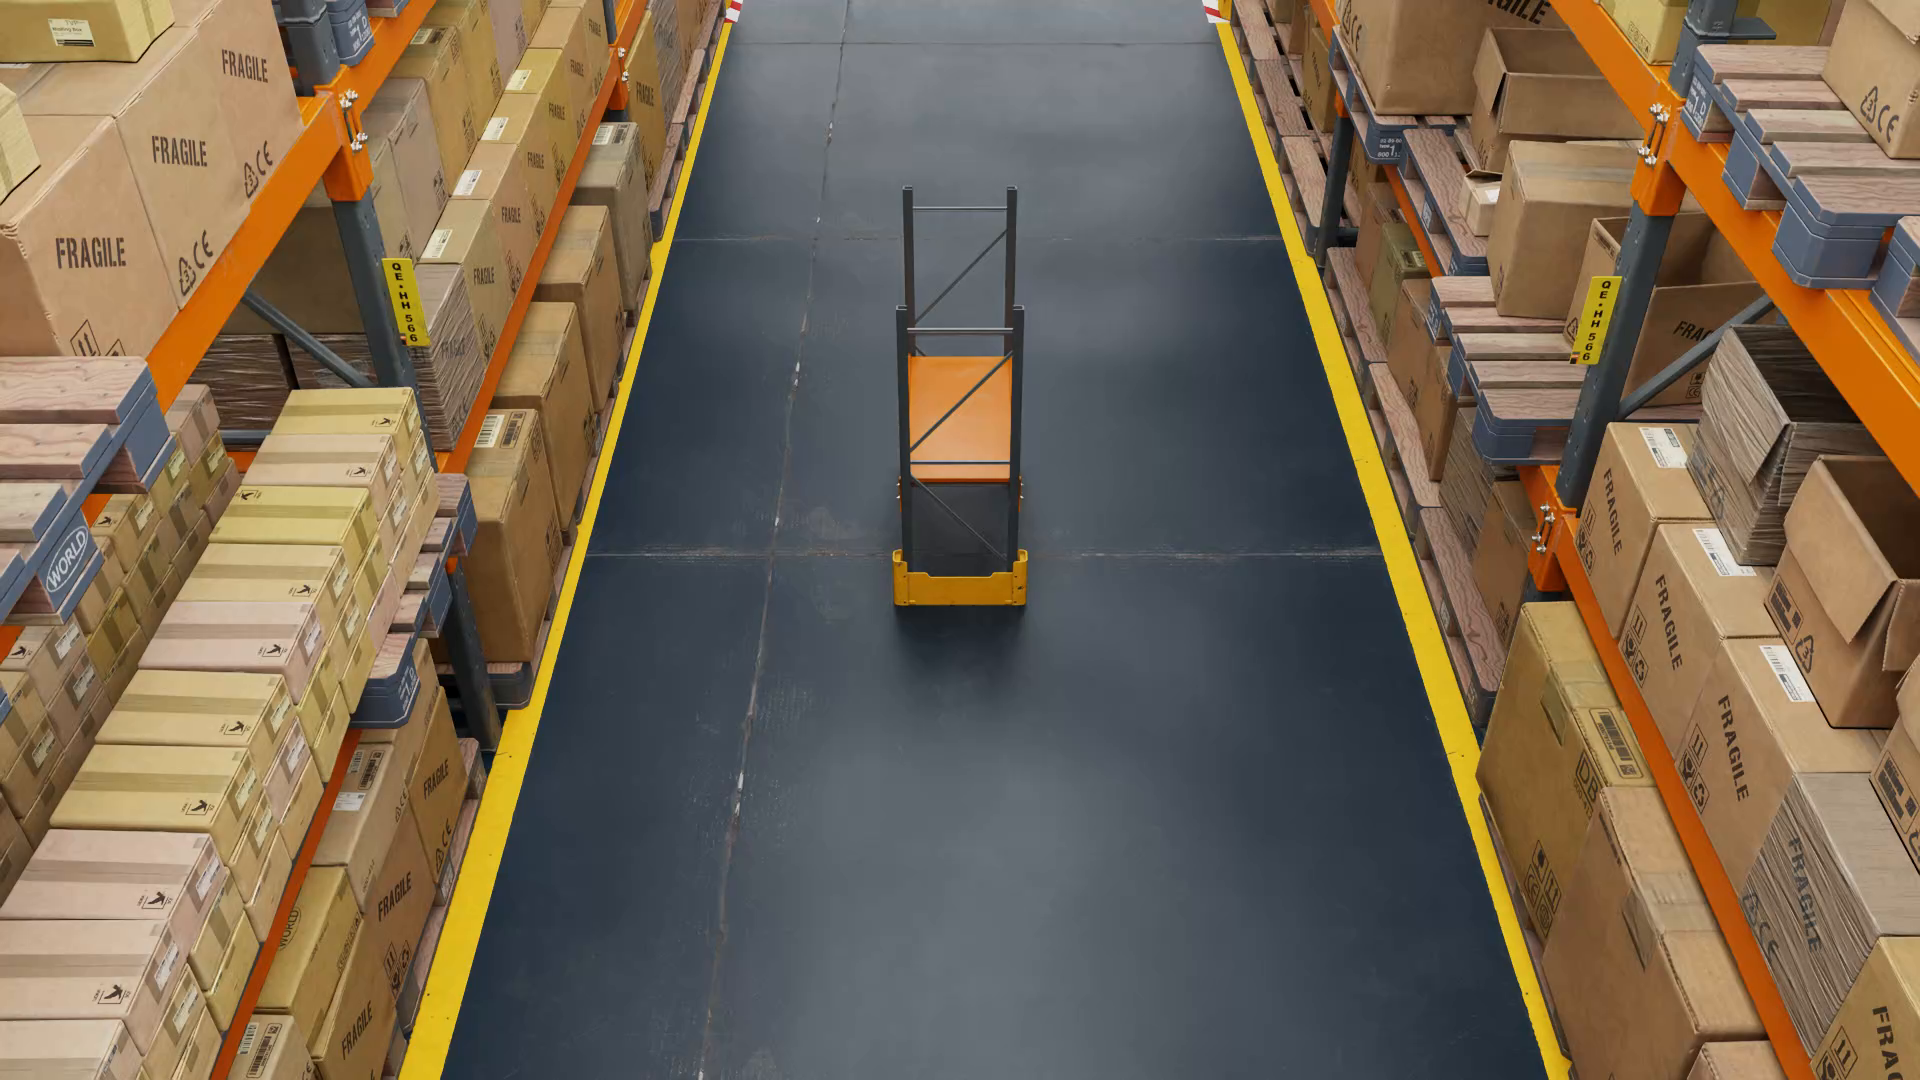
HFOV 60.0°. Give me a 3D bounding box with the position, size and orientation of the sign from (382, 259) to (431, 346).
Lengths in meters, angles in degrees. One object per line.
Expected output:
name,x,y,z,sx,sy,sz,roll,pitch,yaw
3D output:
sign,-1.820,-0.778,5.460,0.100,0.325,0.005,0,39,0

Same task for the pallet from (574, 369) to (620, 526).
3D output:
pallet,-2.287,-0.517,8.227,1.003,0.211,1.213,0,39,0

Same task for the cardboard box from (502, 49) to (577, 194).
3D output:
cardboard box,-2.099,-1.934,7.684,0.500,0.500,0.500,0,39,0

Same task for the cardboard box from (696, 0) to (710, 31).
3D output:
cardboard box,-2.305,-4.265,12.036,0.875,0.875,0.875,0,39,0

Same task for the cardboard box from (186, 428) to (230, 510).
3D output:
cardboard box,-2.563,-0.231,5.267,0.380,0.149,0.250,2,39,2

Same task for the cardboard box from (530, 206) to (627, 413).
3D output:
cardboard box,-2.280,-1.147,8.246,1.050,0.750,0.750,0,39,0

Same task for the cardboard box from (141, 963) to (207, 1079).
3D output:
cardboard box,-1.905,1.067,3.647,0.380,0.149,0.250,1,39,2

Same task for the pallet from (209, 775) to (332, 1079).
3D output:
pallet,-2.320,0.961,4.305,1.003,0.211,1.213,0,39,0

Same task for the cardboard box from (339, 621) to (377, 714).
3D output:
cardboard box,-1.907,0.363,4.763,0.380,0.149,0.250,-1,39,-1

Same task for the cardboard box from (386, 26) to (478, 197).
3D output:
cardboard box,-2.358,-1.698,6.591,0.700,0.500,0.500,-1,39,-1

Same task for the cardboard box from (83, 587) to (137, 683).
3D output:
cardboard box,-2.557,0.263,4.650,0.380,0.149,0.250,0,39,0

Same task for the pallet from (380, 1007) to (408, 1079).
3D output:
pallet,-2.365,1.987,5.102,1.003,0.211,1.213,0,39,0

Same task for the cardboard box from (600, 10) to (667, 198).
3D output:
cardboard box,-2.298,-2.581,9.935,0.875,0.875,0.875,1,39,1

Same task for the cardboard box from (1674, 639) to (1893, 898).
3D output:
cardboard box,2.332,0.616,4.502,0.500,0.500,0.500,-1,39,-1

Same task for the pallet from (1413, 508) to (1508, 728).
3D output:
pallet,2.598,0.308,7.197,1.003,0.211,1.213,0,39,0

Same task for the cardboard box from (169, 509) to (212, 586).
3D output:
cardboard box,-2.564,0.031,5.178,0.380,0.149,0.250,2,39,2

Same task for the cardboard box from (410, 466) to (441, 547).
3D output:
cardboard box,-1.903,-0.109,5.352,0.380,0.149,0.250,1,39,1

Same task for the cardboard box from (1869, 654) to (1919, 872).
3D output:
cardboard box,2.587,0.562,3.768,0.797,0.503,0.637,1,39,1

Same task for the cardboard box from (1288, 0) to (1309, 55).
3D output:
cardboard box,2.607,-3.719,11.655,0.500,0.500,0.500,10,40,12

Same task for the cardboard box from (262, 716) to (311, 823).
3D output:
cardboard box,-1.904,0.582,4.252,0.380,0.149,0.250,1,39,1

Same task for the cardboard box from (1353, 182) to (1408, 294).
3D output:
cardboard box,2.572,-1.605,9.002,0.700,0.500,0.500,-3,39,-4

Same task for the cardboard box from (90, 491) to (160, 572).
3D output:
cardboard box,-2.557,-0.039,4.789,0.380,0.149,0.250,0,39,0

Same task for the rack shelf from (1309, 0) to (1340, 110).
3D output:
rack shelf,2.590,-3.763,10.622,1.077,0.370,4.000,0,39,0

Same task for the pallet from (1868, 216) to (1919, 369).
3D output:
pallet,2.655,-0.287,3.461,1.003,0.211,1.213,2,39,2

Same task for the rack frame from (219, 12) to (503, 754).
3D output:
rack frame,-2.363,-0.351,5.790,1.000,3.000,0.127,0,39,0

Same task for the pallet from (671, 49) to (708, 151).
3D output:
pallet,-2.295,-3.005,11.331,1.003,0.211,1.213,0,39,0

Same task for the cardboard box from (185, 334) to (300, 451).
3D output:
cardboard box,-2.632,-0.672,6.110,0.500,0.500,0.500,0,39,0

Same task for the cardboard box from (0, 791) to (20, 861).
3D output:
cardboard box,-2.556,0.743,4.051,0.380,0.149,0.250,1,39,2

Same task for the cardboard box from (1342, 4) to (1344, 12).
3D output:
cardboard box,2.298,-2.829,9.083,0.380,0.149,0.250,0,39,0

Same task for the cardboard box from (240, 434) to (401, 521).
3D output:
cardboard box,-1.906,-0.186,4.973,0.380,0.149,0.250,0,39,-1

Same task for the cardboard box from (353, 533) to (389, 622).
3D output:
cardboard box,-1.902,0.107,4.845,0.380,0.149,0.250,1,39,1

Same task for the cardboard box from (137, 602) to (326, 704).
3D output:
cardboard box,-1.907,0.295,4.372,0.380,0.149,0.250,0,39,0

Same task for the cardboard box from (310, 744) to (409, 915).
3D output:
cardboard box,-2.089,0.911,5.278,0.500,0.250,0.500,0,39,1

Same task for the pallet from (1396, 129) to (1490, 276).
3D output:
pallet,2.554,-1.455,7.320,1.003,0.211,1.213,0,39,0

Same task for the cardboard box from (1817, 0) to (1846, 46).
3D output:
cardboard box,2.851,-1.698,5.191,0.500,0.250,0.500,1,39,1

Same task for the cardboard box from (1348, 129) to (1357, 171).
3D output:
cardboard box,2.624,-2.590,10.246,0.500,0.500,0.500,12,40,14

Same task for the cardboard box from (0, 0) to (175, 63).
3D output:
cardboard box,-2.087,-1.286,3.865,0.396,0.266,0.258,0,39,0

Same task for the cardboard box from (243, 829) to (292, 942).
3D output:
cardboard box,-1.903,0.863,4.139,0.380,0.149,0.250,-2,39,-2

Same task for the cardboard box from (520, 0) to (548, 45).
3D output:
cardboard box,-2.359,-2.650,7.778,0.700,0.500,0.500,-1,39,-1

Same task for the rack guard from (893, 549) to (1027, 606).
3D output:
rack guard,0.000,0.166,7.343,0.587,0.250,0.087,0,39,0

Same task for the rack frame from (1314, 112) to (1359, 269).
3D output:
rack frame,2.592,-2.793,8.837,1.000,3.000,0.127,0,39,0

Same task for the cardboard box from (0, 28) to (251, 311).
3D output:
cardboard box,-2.095,-0.891,3.985,0.500,0.500,0.500,0,39,0

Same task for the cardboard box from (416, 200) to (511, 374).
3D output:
cardboard box,-2.097,-0.989,6.506,0.500,0.500,0.500,0,39,0

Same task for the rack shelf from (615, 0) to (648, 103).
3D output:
rack shelf,-2.370,-3.823,10.697,1.077,0.370,4.000,0,39,0

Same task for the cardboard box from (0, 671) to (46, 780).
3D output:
cardboard box,-2.553,0.462,4.164,0.380,0.149,0.250,1,39,1

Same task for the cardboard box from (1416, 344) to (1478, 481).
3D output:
cardboard box,2.555,-0.608,7.757,0.700,0.500,0.500,3,39,4

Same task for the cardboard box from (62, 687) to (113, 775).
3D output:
cardboard box,-2.559,0.535,4.549,0.380,0.149,0.250,1,39,1

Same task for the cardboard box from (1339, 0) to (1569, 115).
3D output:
cardboard box,2.453,-2.694,7.898,1.000,1.000,1.000,0,39,0

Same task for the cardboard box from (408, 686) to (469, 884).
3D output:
cardboard box,-2.101,0.872,5.927,0.500,0.500,0.500,0,39,0

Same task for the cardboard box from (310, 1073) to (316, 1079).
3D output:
cardboard box,-2.110,1.841,4.717,0.500,0.500,0.500,1,39,1

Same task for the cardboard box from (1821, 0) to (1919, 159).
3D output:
cardboard box,2.670,-1.285,4.138,0.797,0.503,0.637,2,39,3

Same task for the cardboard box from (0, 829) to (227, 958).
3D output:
cardboard box,-1.901,0.797,3.746,0.380,0.149,0.250,1,39,2

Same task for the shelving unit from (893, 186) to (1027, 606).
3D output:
shelving unit,0.000,-0.633,7.340,0.587,1.500,1.083,0,39,0

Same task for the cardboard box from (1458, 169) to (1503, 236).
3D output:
cardboard box,2.325,-1.446,6.927,0.396,0.266,0.258,-1,39,-1

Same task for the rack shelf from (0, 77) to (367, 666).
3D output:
rack shelf,-2.361,0.010,3.516,1.077,0.370,4.000,0,39,0

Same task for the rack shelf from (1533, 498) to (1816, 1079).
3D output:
rack shelf,2.599,1.240,4.380,1.077,0.370,4.000,0,39,0

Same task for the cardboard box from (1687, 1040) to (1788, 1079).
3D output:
cardboard box,2.579,1.916,4.324,1.225,0.875,0.875,-1,39,-2

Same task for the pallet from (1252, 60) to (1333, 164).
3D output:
pallet,2.552,-2.890,11.187,1.003,0.211,1.213,0,39,0

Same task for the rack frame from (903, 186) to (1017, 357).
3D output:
rack frame,-0.001,-0.957,7.744,0.500,1.500,0.032,0,39,0
